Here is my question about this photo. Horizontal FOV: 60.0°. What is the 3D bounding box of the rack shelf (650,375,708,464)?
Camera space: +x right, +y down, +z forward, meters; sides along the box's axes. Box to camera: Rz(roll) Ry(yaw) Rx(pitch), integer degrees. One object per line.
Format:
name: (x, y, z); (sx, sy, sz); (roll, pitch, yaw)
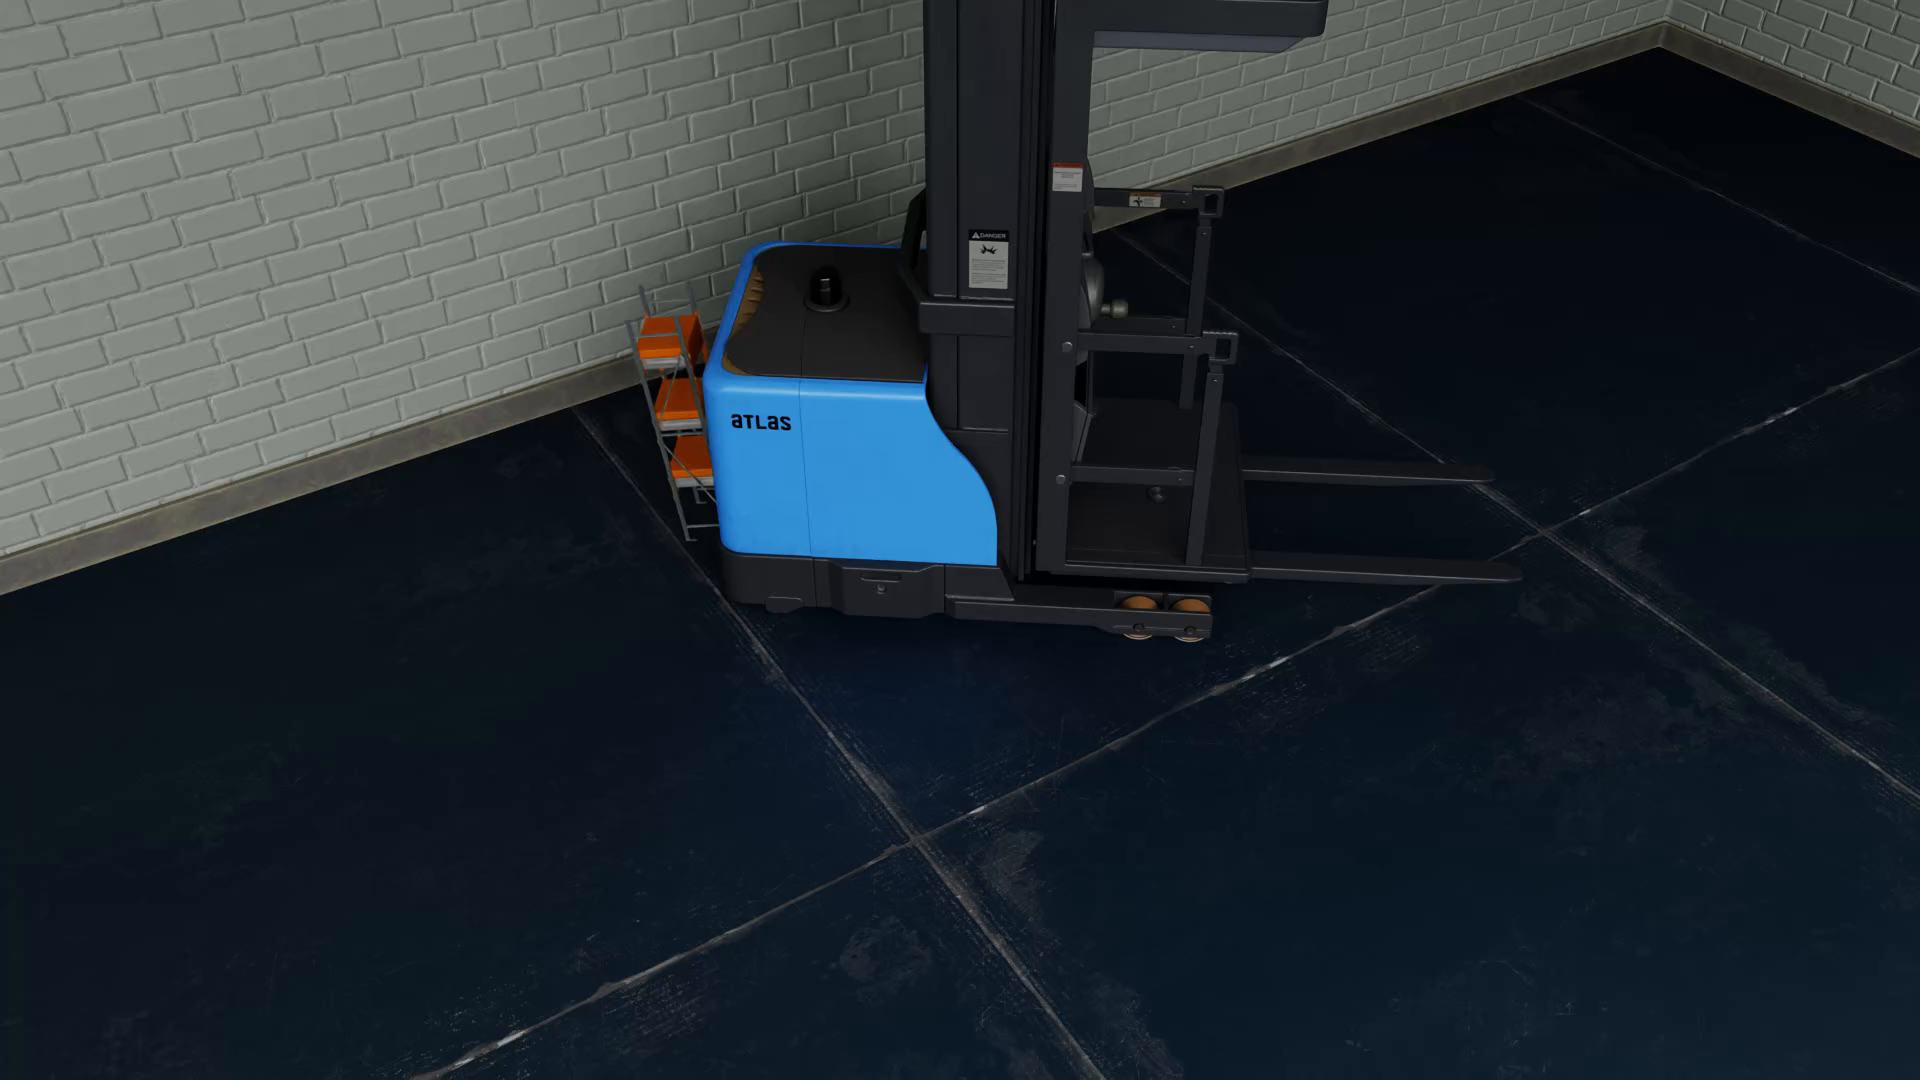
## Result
rack shelf: (-1.061, -0.476, 6.502); (0.215, 0.259, 0.240); (-3, 39, 6)

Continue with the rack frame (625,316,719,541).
rack frame: (-1.068, -0.406, 6.401); (0.200, 1.050, 0.008); (-3, 39, 6)

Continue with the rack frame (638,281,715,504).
rack frame: (-1.057, -0.562, 6.589); (0.200, 1.050, 0.008); (-3, 39, 6)

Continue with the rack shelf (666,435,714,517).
rack shelf: (-1.030, -0.263, 6.677); (0.215, 0.259, 0.240); (-3, 39, 6)

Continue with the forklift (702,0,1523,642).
forklift: (0.626, -1.096, 5.775); (3.031, 2.935, 1.130); (3, 40, 3)

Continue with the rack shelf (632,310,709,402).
rack shelf: (-1.093, -0.694, 6.323); (0.215, 0.259, 0.240); (-3, 39, 6)

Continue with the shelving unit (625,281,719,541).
shelving unit: (-1.063, -0.484, 6.495); (0.215, 1.050, 0.252); (-3, 39, 6)
